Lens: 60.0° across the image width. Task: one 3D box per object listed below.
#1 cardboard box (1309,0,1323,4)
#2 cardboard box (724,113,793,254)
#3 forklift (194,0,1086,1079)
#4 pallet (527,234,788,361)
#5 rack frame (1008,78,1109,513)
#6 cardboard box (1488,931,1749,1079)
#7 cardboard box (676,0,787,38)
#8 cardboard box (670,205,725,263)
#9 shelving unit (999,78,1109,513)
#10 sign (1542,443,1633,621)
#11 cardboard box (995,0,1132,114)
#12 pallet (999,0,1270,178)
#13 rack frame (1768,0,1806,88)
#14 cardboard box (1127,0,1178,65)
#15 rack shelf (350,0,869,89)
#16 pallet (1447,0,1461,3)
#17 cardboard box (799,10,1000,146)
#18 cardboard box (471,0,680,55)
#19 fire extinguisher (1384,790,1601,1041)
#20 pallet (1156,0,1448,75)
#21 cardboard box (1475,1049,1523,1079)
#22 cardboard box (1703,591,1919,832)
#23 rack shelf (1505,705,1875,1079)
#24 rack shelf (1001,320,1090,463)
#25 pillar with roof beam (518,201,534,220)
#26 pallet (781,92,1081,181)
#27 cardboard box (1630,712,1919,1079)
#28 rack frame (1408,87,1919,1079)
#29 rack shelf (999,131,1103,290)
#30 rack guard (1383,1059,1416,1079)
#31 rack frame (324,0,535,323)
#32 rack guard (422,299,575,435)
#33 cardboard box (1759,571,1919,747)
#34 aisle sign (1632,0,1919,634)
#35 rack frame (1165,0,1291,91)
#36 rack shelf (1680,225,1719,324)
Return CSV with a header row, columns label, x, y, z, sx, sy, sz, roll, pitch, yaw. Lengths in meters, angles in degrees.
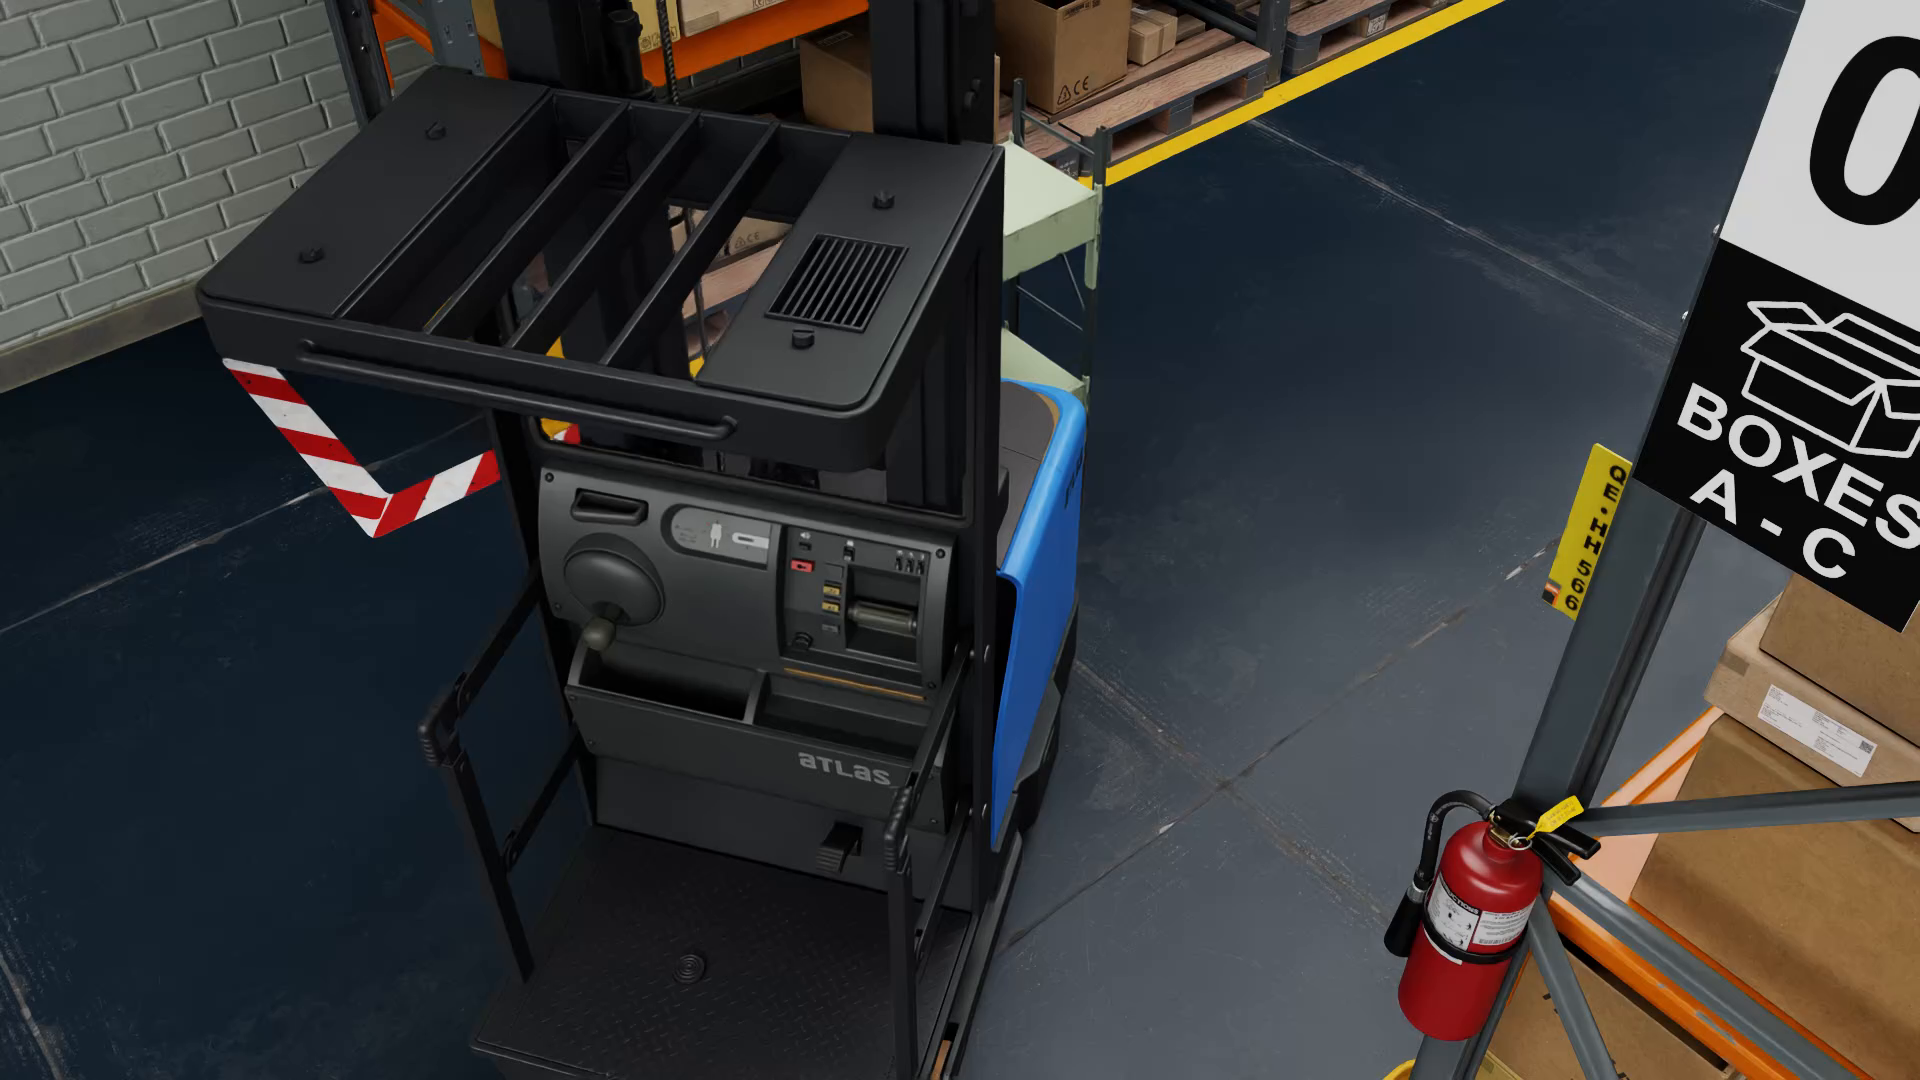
label,x,y,z,sx,sy,sz,roll,pitch,yaw
cardboard box,1.748,-3.137,8.404,0.500,0.500,0.700,-28,50,-27
cardboard box,-0.848,-1.486,6.784,0.500,0.311,0.500,-26,49,-25
forklift,-0.526,0.179,3.418,1.130,2.935,3.031,11,44,11
pallet,-1.170,-1.154,6.825,1.213,0.211,1.003,-30,51,-28
rack frame,0.298,-0.748,5.451,0.023,1.500,0.400,-30,51,-28
cardboard box,1.527,0.985,3.664,0.500,0.500,0.500,-30,51,-28
cardboard box,-0.907,-2.035,5.820,0.500,0.250,0.500,-31,52,-29
cardboard box,-1.286,-1.236,6.517,0.500,0.311,0.500,33,52,30
shelving unit,0.016,-0.588,5.281,0.755,1.500,0.431,-30,51,-28
sign,0.969,0.001,2.539,0.005,0.325,0.100,-30,51,-28
cardboard box,0.424,-2.328,7.542,0.500,0.500,0.500,-34,53,-31
pallet,0.702,-2.226,7.966,1.213,0.211,1.003,-30,51,-28
rack frame,1.307,-1.386,0.653,0.127,3.000,1.000,-30,51,-28
cardboard box,0.803,-2.433,7.897,0.380,0.166,0.250,32,52,30
rack shelf,-0.340,-2.415,6.656,4.000,0.370,1.077,-30,51,-28
pallet,2.727,-3.421,9.238,1.213,0.211,1.003,-30,51,-28
cardboard box,-0.254,-1.851,7.034,0.500,0.500,0.700,-33,52,-30
cardboard box,-1.296,-1.799,5.569,0.500,0.250,0.500,-31,51,-29
fire extinguisher,0.918,0.637,2.937,0.183,0.674,0.296,-30,51,-28
pallet,1.790,-2.882,8.665,1.213,0.211,1.003,-30,51,-28
cardboard box,1.529,1.259,3.920,0.500,0.250,0.500,-30,51,-28
cardboard box,1.478,0.260,2.735,0.250,0.149,0.380,-31,51,-28
rack shelf,2.841,0.184,3.888,4.000,0.370,1.077,-30,51,-28
rack shelf,0.016,-0.351,5.504,0.720,0.370,0.431,-30,51,-28
pillar with roof beam,0.870,-2.487,1.825,0.400,9.000,9.100,-30,51,-28
pallet,-0.235,-1.687,7.392,1.213,0.211,1.003,-30,51,-28
cardboard box,1.673,0.566,2.883,0.500,0.500,0.700,-30,51,-28
rack frame,1.307,0.801,2.706,0.127,3.000,1.000,-30,51,-28
rack shelf,0.016,-0.873,5.014,0.720,0.370,0.431,-30,51,-28
rack guard,1.289,1.722,3.551,0.348,0.500,1.175,-30,51,-28
rack frame,-1.874,-1.799,5.474,0.127,3.000,1.000,-30,51,-28
rack guard,-1.816,-0.921,6.366,0.348,0.500,1.175,-30,51,-28
cardboard box,1.714,0.070,2.464,0.500,0.500,0.700,-30,51,-28
aisle sign,1.068,-0.272,1.950,0.004,0.787,0.394,-30,51,-28
rack frame,1.194,-3.556,7.345,0.127,3.000,1.000,-30,51,-28
rack shelf,2.841,-0.909,2.861,4.000,0.370,1.077,-30,51,-28
